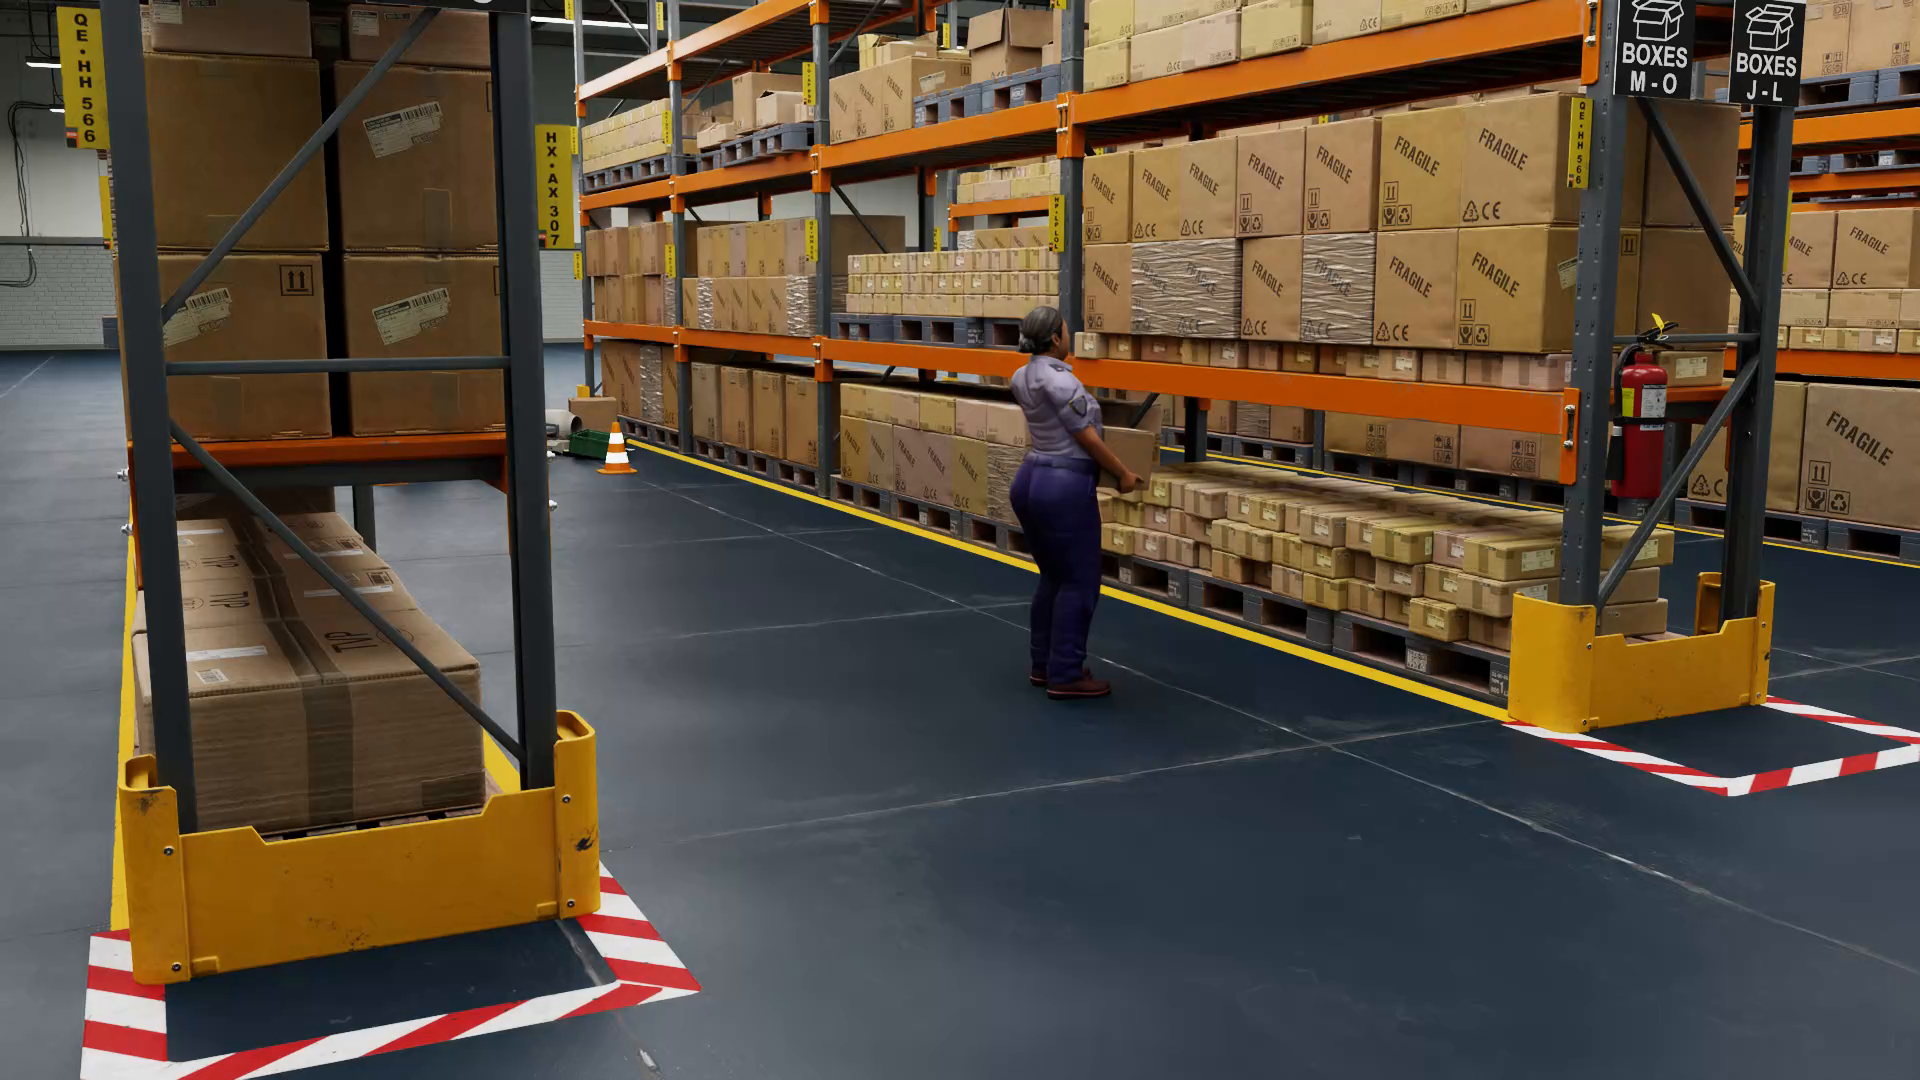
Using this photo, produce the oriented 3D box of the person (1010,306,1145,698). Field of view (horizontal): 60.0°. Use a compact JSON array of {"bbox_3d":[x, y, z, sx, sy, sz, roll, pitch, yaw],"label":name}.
[{"bbox_3d":[0.485,-0.172,7.068,0.525,1.635,0.452,-4,10,-25],"label":"person"}]
